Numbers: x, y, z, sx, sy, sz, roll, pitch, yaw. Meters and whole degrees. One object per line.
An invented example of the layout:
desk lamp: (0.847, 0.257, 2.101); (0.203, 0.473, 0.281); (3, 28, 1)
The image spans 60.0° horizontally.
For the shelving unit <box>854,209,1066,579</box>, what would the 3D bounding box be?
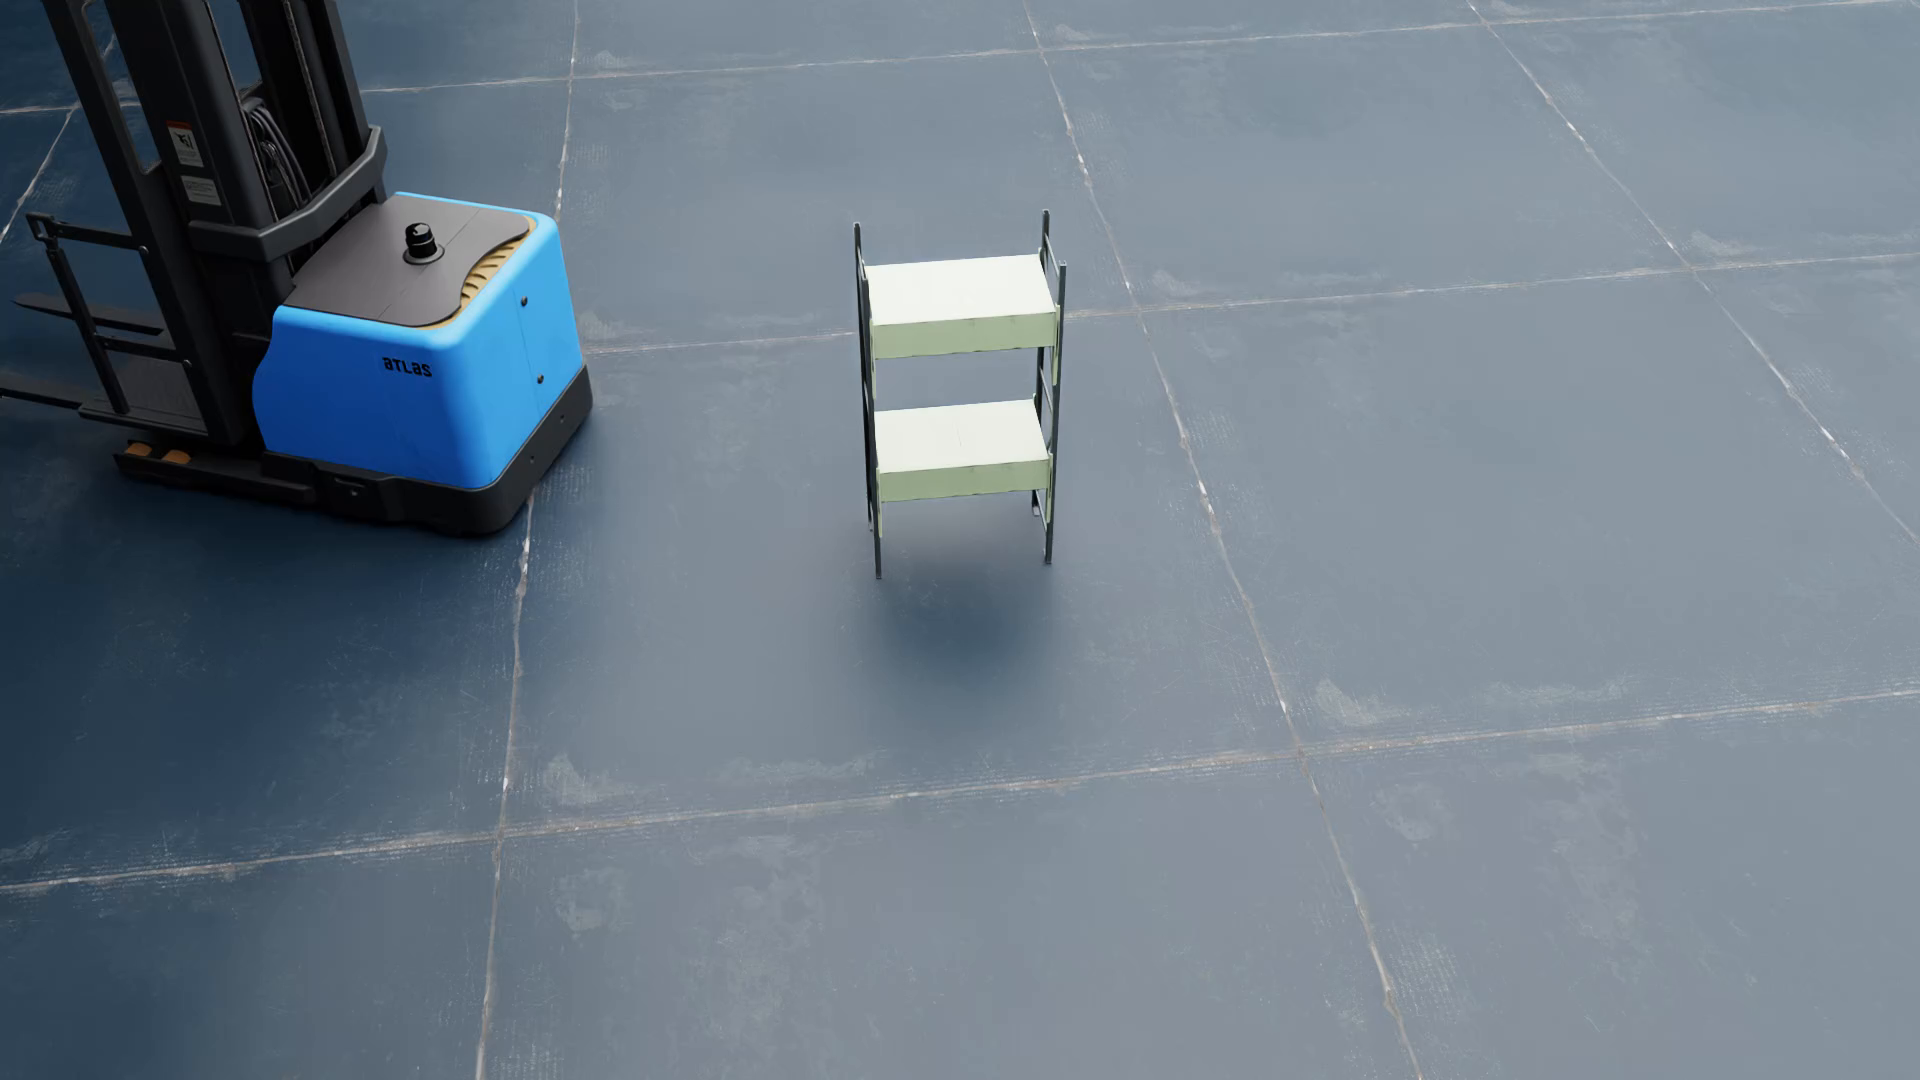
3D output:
shelving unit: (-0.007, -0.556, 6.747); (0.755, 1.500, 0.431); (-5, 42, -6)

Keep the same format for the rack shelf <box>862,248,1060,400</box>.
rack shelf: (-0.007, -0.846, 6.486); (0.720, 0.370, 0.431); (-5, 42, -6)

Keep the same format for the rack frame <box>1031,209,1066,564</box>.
rack frame: (0.356, -0.588, 6.782); (0.023, 1.500, 0.400); (-5, 42, -6)

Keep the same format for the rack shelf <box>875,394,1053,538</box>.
rack shelf: (-0.007, -0.314, 6.965); (0.720, 0.370, 0.431); (-5, 42, -6)

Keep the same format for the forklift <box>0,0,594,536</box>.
forklift: (-3.306, -1.657, 6.899); (3.031, 2.935, 1.130); (11, 43, 11)

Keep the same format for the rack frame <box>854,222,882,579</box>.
rack frame: (-0.370, -0.525, 6.712); (0.023, 1.500, 0.400); (-5, 42, -6)
